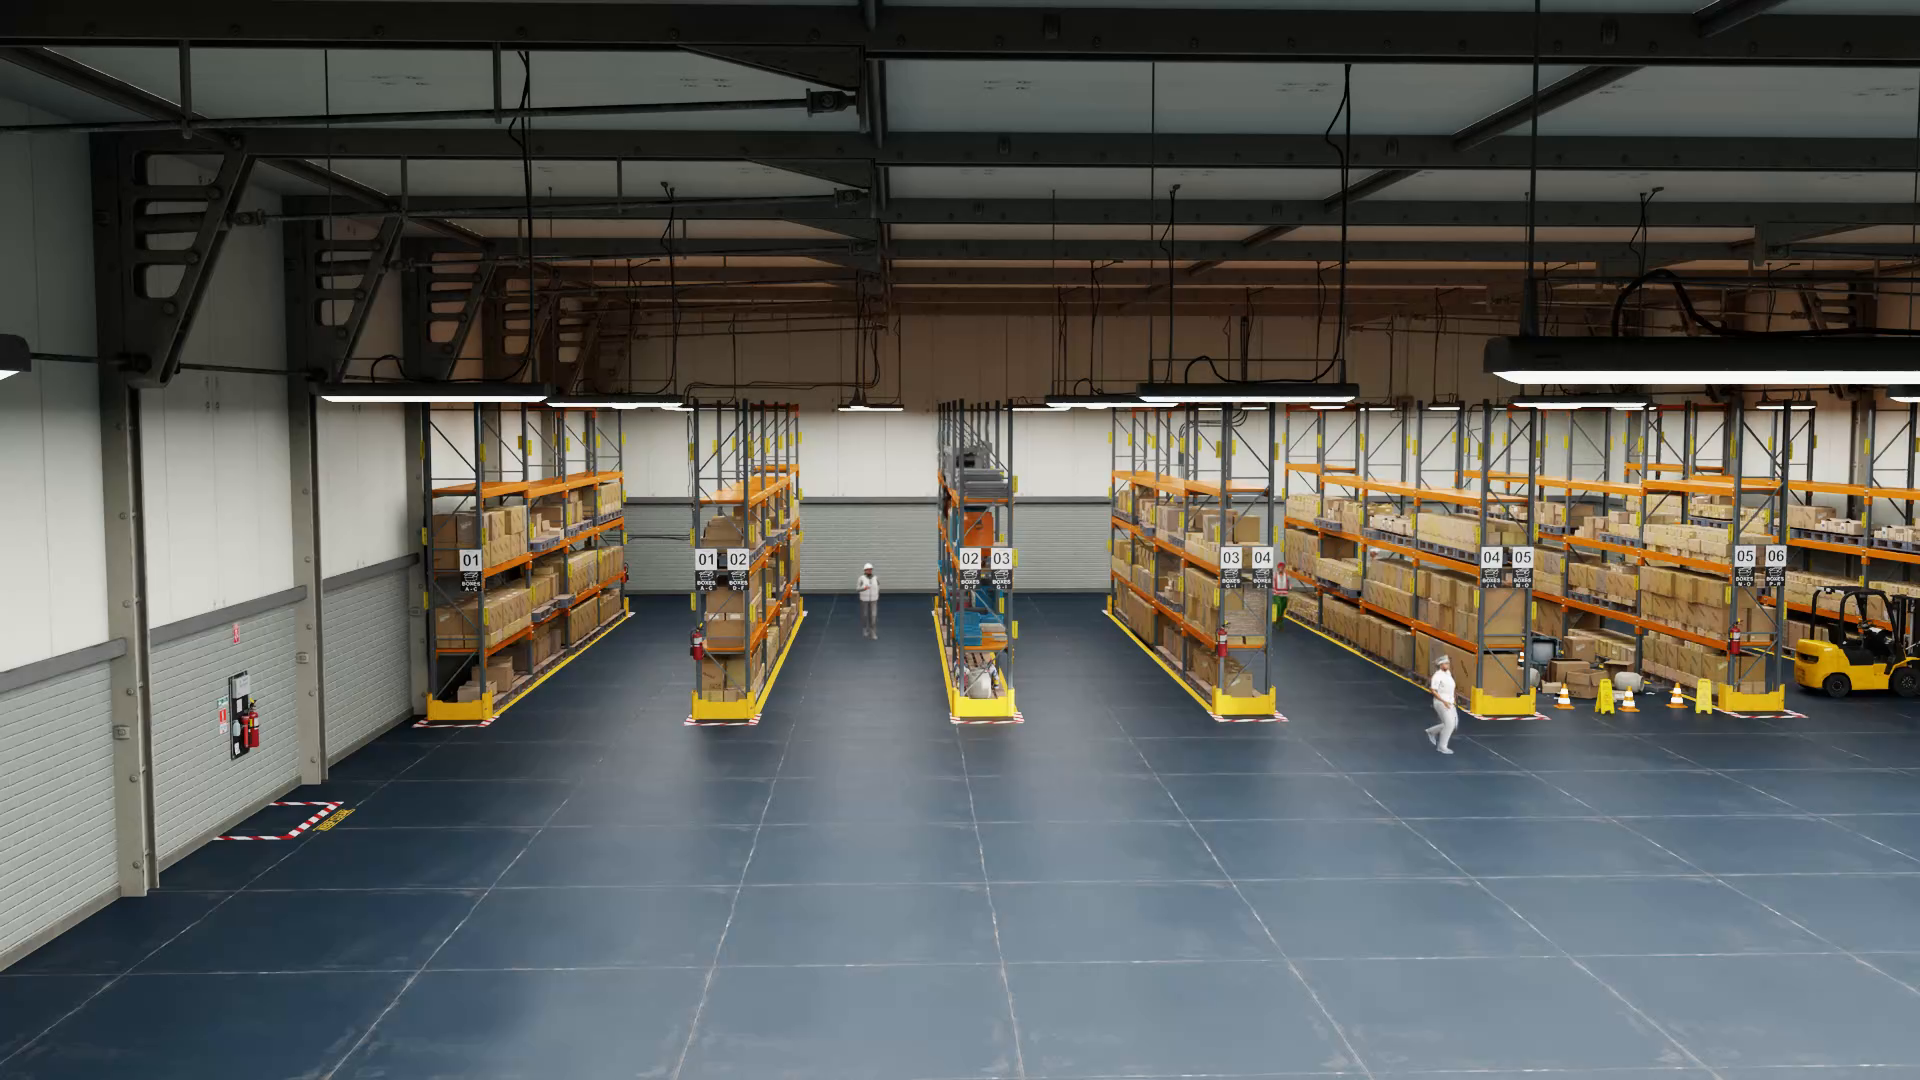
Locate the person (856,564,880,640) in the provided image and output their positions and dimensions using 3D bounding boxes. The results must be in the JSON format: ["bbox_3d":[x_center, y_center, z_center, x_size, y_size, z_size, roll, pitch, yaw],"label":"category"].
[{"bbox_3d":[-2.198,1.479,40.202,0.650,1.820,0.777,-1,4,-14],"label":"person"}]

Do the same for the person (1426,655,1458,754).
[{"bbox_3d":[8.150,2.763,28.168,0.528,1.672,0.575,4,6,41],"label":"person"}]

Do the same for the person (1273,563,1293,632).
[{"bbox_3d":[8.449,1.488,43.858,0.654,1.796,0.993,0,4,-5],"label":"person"}]

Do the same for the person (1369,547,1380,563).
[{"bbox_3d":[12.245,1.115,49.235,0.711,1.809,0.687,0,4,3],"label":"person"}]
